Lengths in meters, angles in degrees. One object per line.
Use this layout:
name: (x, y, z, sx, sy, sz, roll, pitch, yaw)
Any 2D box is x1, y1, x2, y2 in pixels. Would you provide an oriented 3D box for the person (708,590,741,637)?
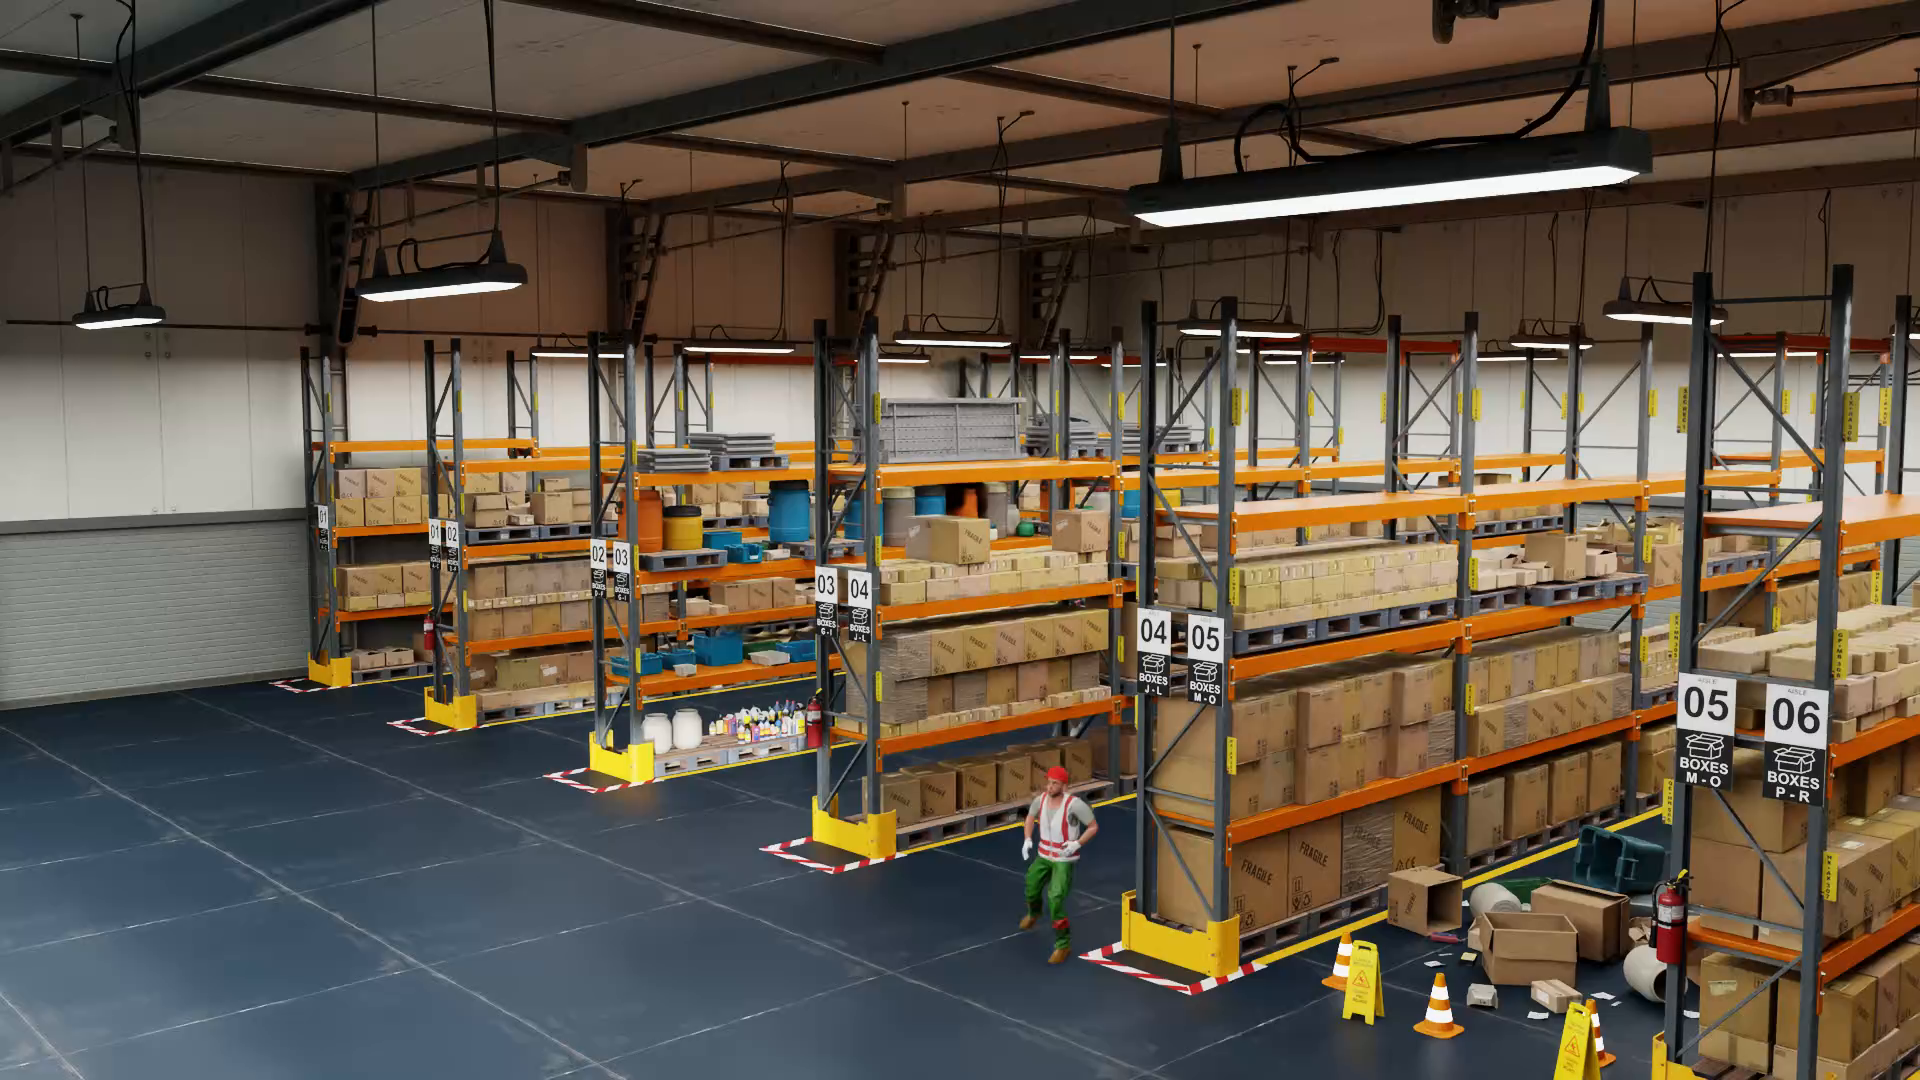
person: (-4.334, 1.628, 31.536, 1.031, 1.627, 0.641, -4, 6, -39)

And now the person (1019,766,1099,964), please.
person: (0.859, 2.954, 15.420, 0.885, 1.778, 0.732, 3, 6, 30)

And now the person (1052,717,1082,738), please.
person: (1.463, 2.011, 23.241, 0.561, 1.688, 0.904, 4, 6, 38)
